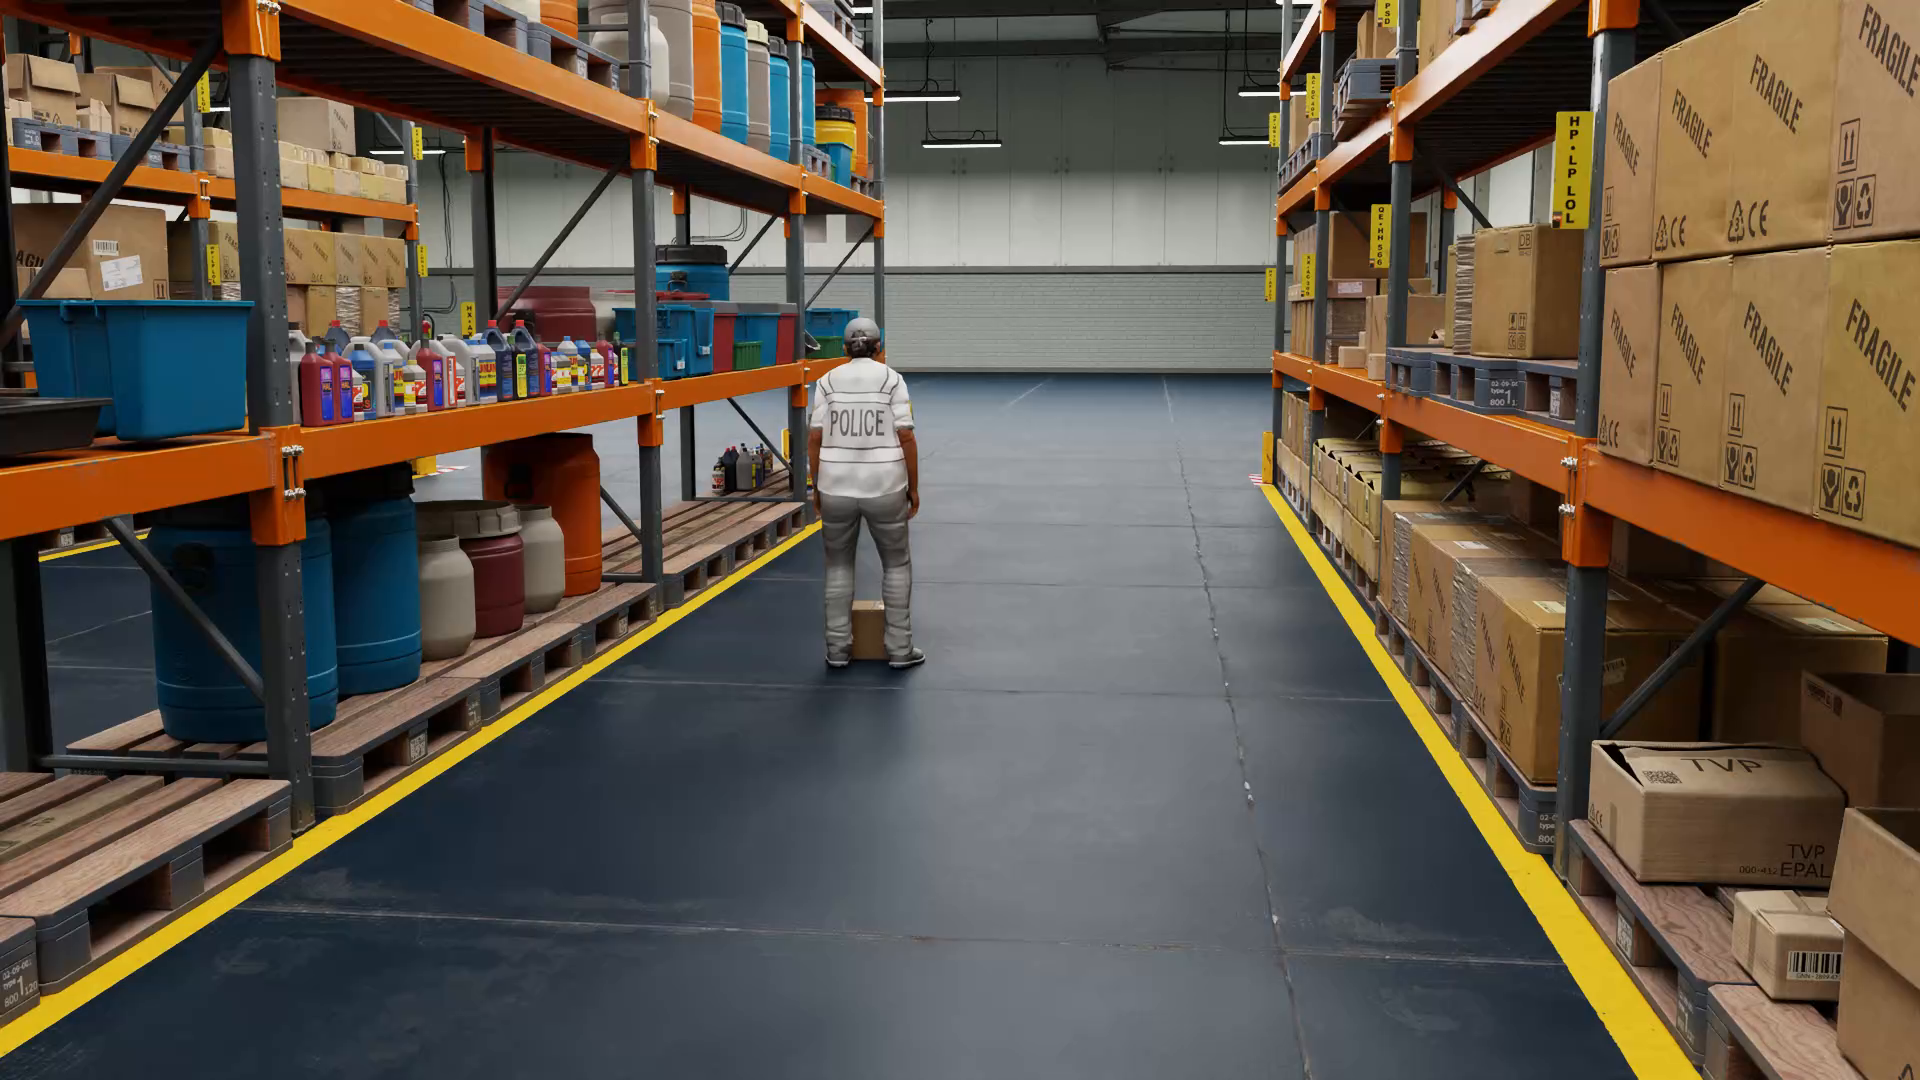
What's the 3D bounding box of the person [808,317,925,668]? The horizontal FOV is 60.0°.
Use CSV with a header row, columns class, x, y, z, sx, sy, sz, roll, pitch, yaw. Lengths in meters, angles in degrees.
class,x,y,z,sx,sy,sz,roll,pitch,yaw
person,-0.447,-0.225,7.936,0.537,1.666,0.468,1,8,7
